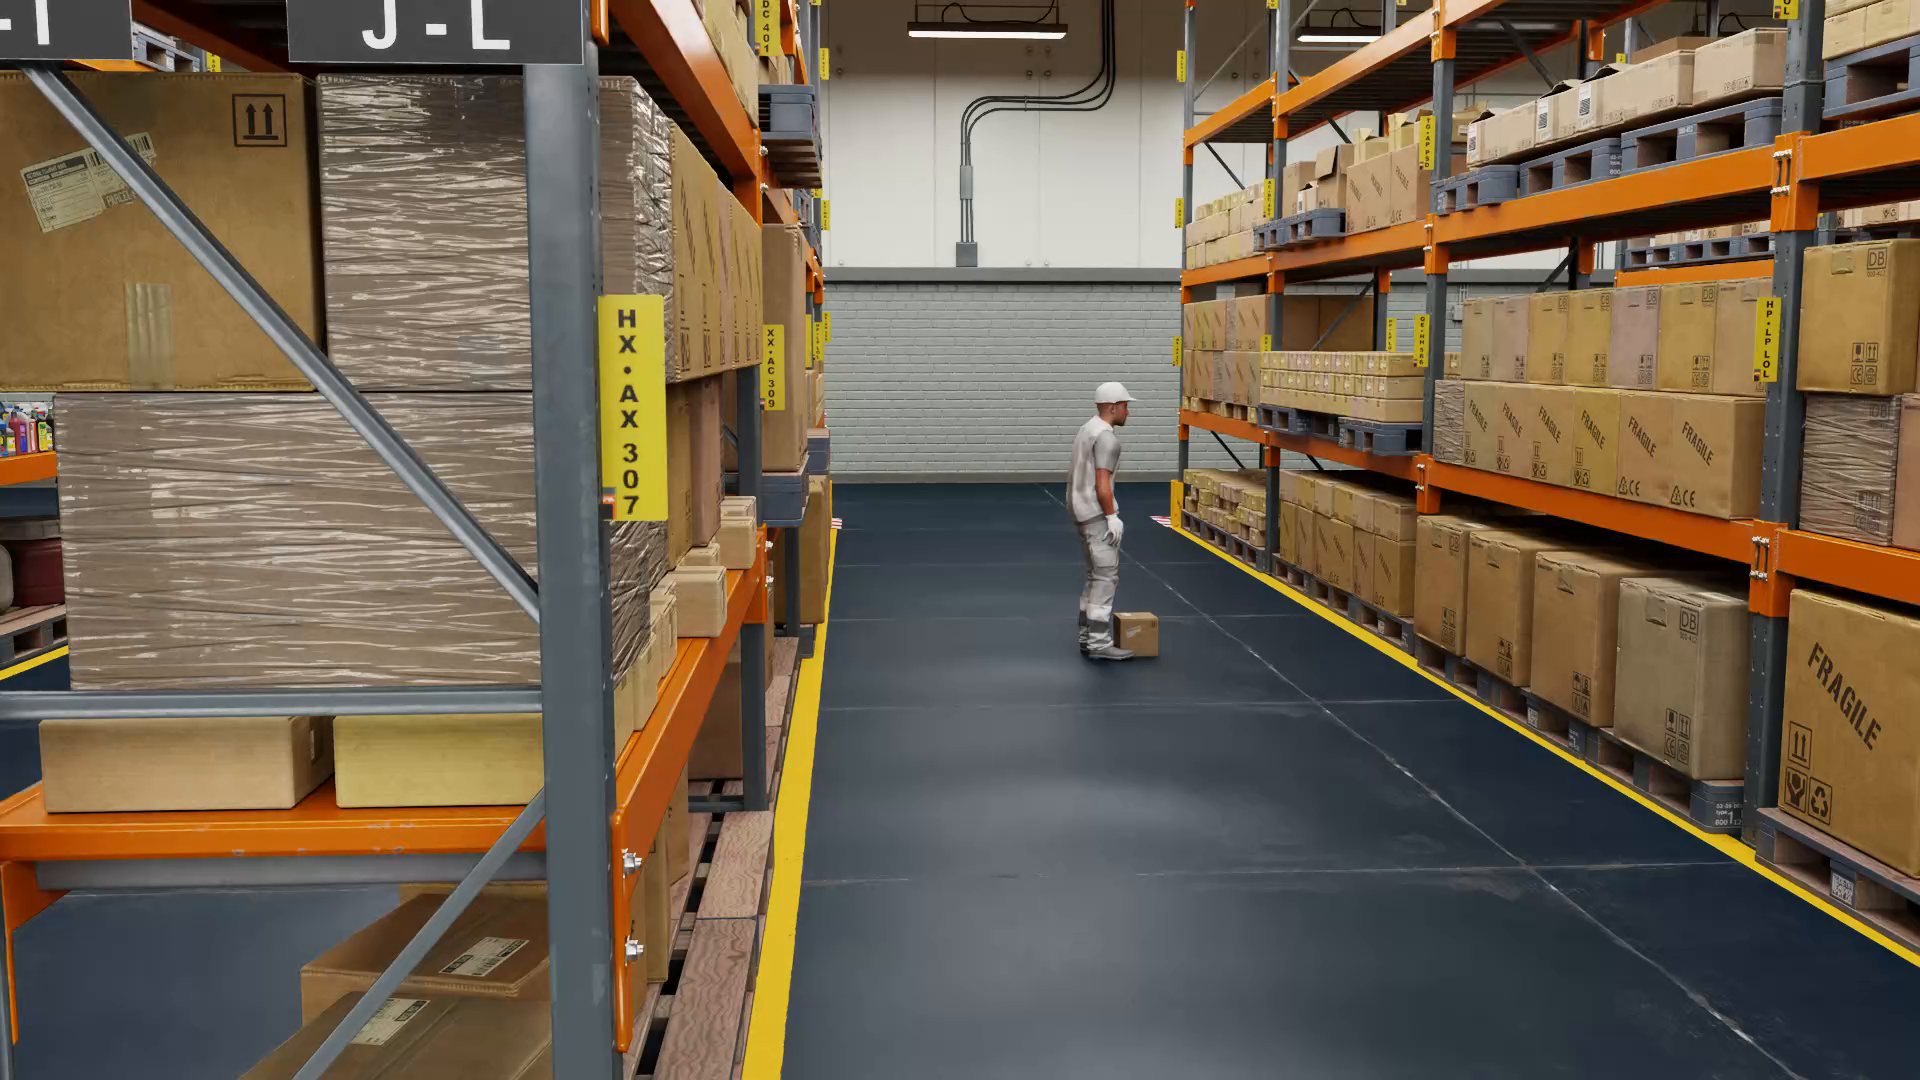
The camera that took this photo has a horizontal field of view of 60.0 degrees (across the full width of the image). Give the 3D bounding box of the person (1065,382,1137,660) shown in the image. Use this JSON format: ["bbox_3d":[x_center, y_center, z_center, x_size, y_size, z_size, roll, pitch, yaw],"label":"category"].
[{"bbox_3d":[0.927,-0.136,10.822,0.453,1.778,0.616,-1,7,-7],"label":"person"}]
